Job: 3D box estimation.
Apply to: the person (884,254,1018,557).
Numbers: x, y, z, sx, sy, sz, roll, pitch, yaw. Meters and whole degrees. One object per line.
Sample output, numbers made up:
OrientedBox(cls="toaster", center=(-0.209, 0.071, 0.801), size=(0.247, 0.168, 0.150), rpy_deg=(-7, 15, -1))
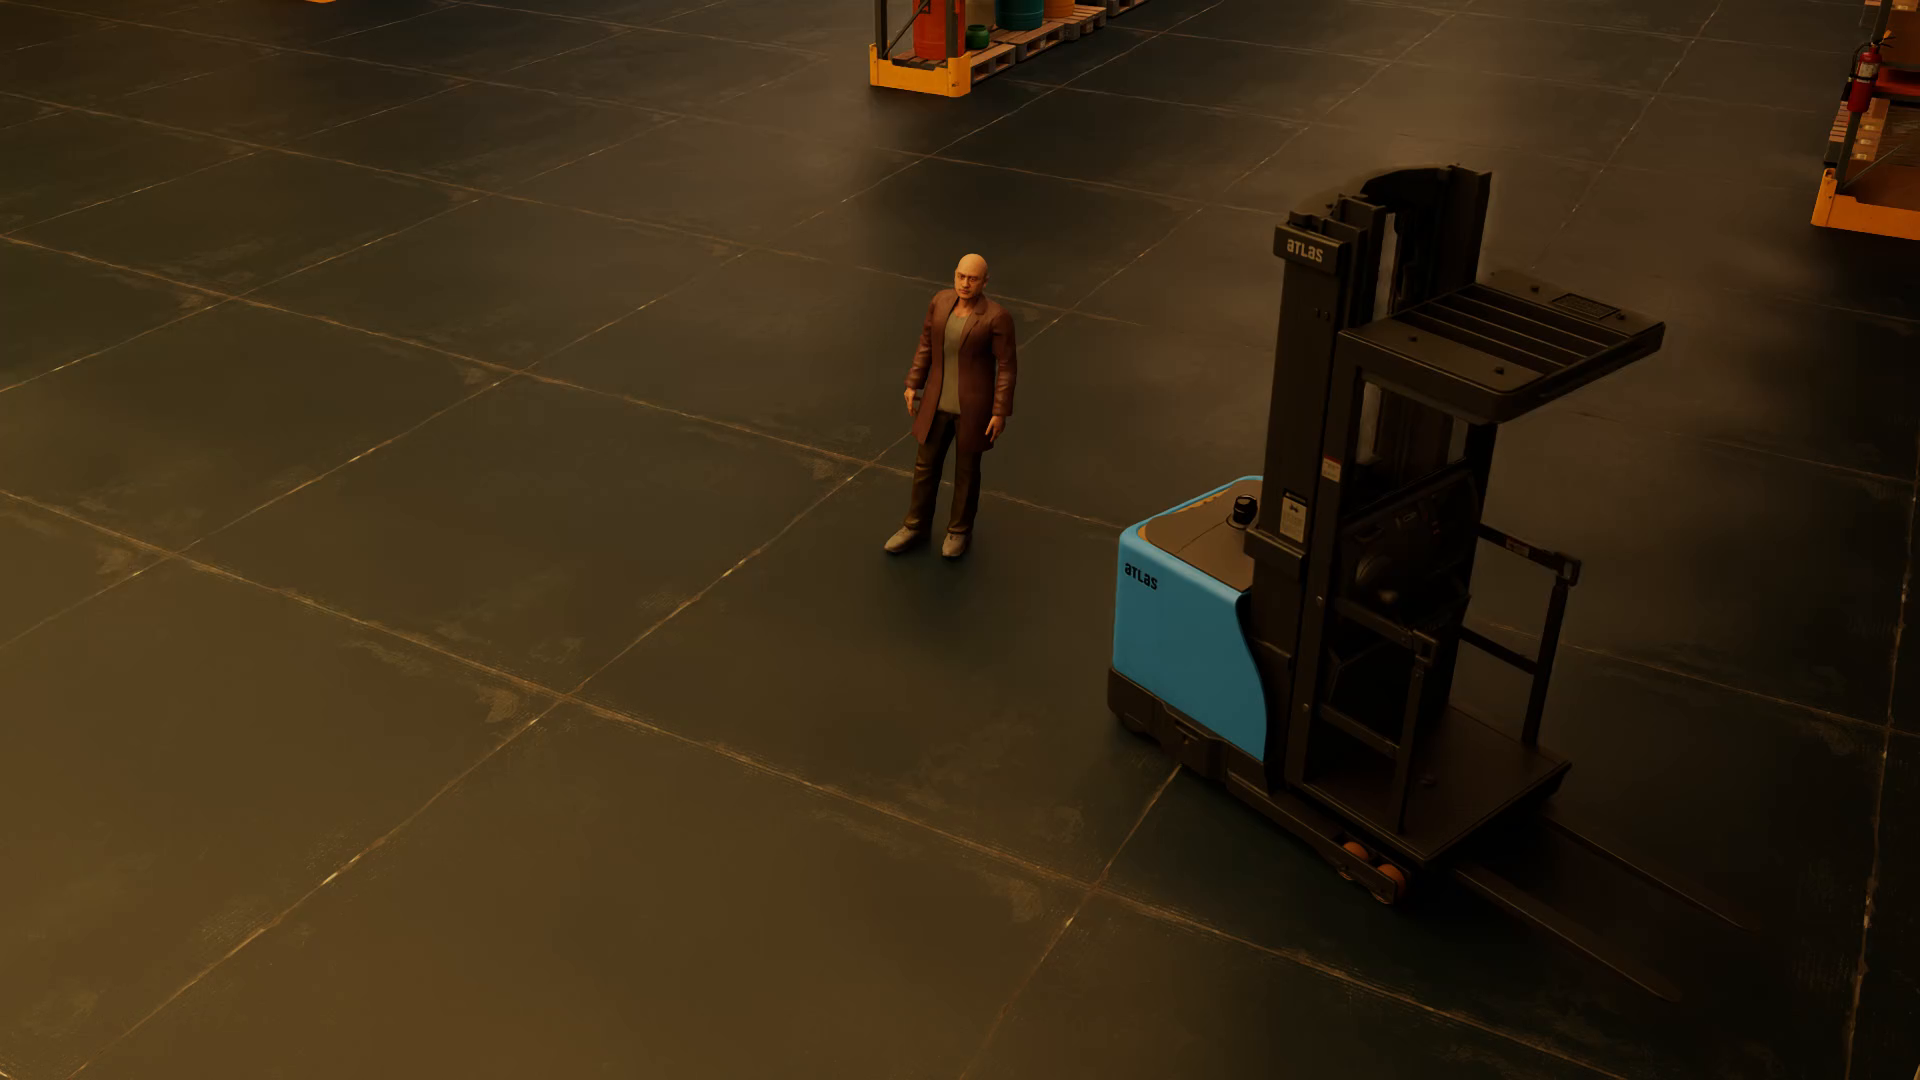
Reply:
OrientedBox(cls="person", center=(-0.048, -0.737, 9.487), size=(0.696, 1.778, 0.579), rpy_deg=(15, 33, 25))

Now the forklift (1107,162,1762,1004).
OrientedBox(cls="forklift", center=(2.069, 0.030, 7.018), size=(1.130, 2.935, 3.031), rpy_deg=(-22, 37, -33))
